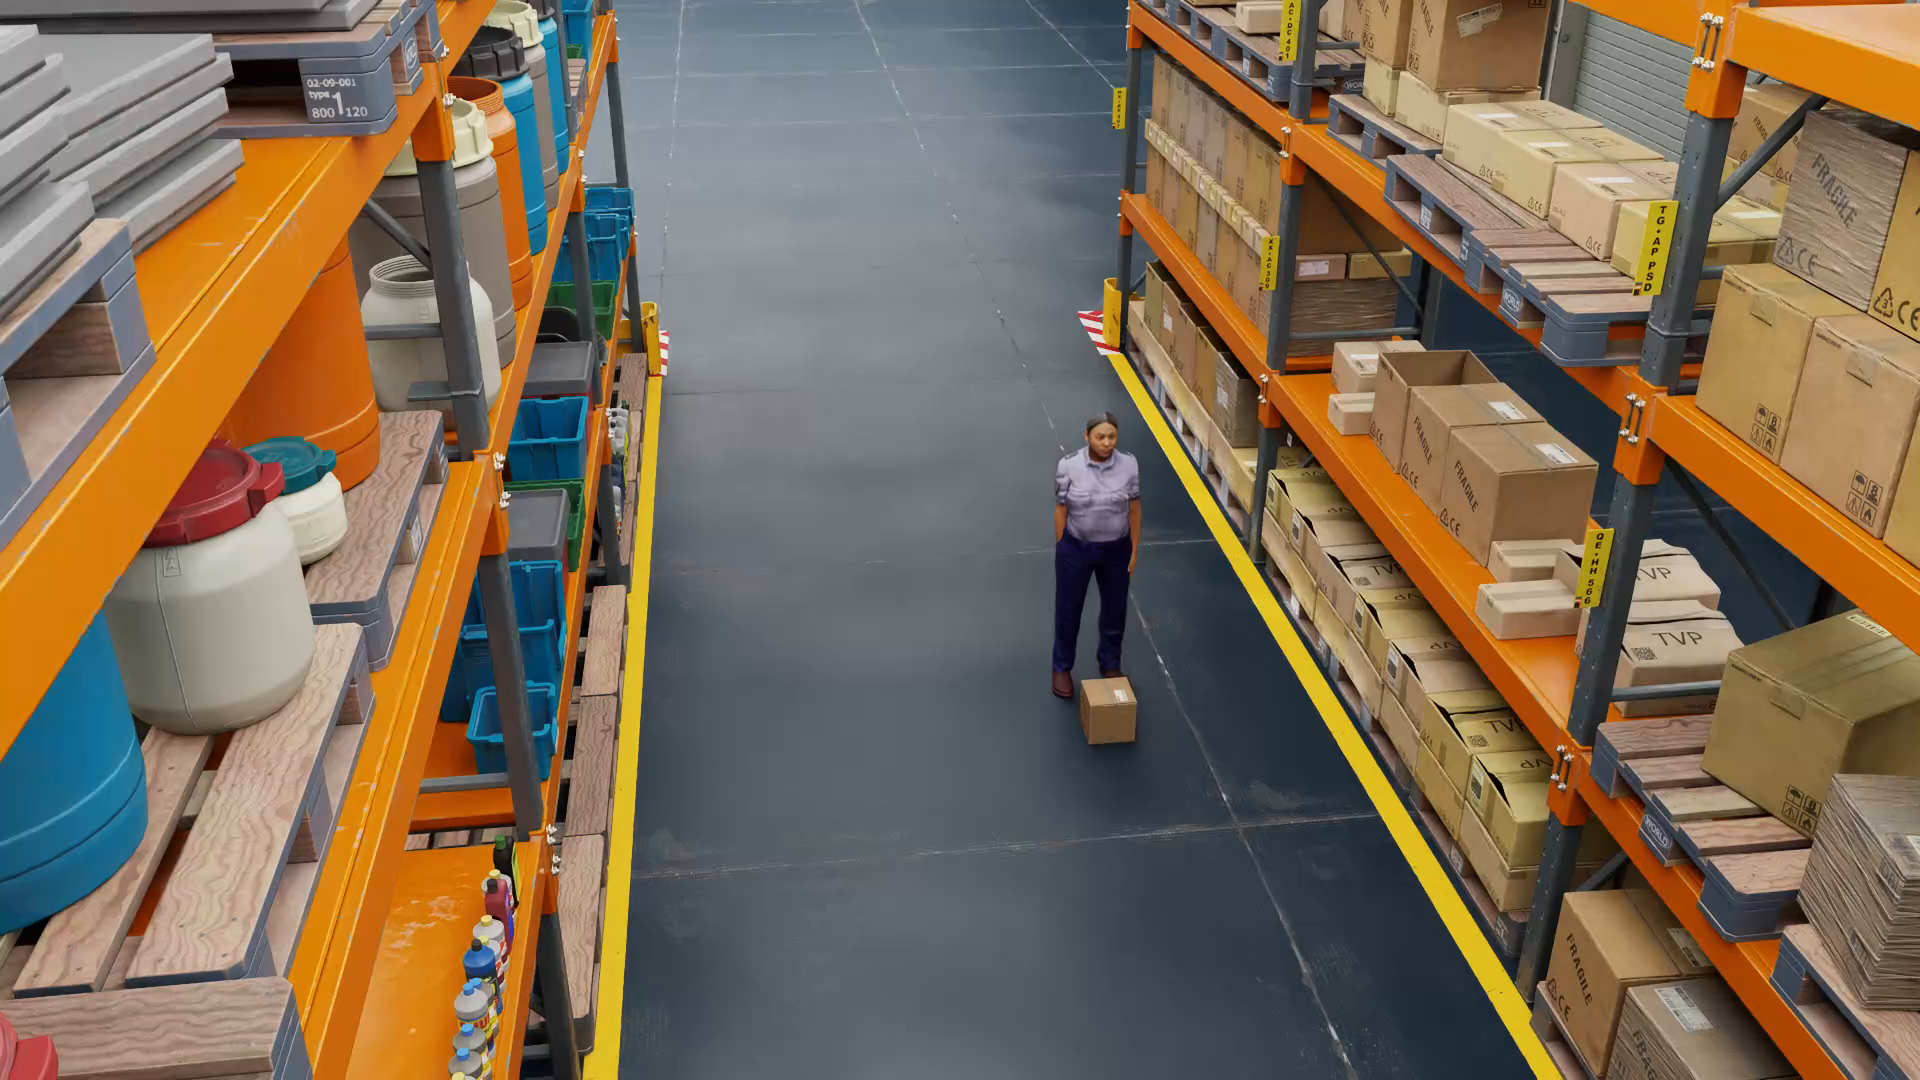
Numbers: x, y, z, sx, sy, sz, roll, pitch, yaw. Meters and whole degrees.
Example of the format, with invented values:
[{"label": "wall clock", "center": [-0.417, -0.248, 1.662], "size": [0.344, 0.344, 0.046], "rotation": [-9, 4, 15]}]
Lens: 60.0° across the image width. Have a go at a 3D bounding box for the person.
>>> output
[{"label": "person", "center": [0.739, 0.075, 8.967], "size": [0.467, 1.651, 0.345], "rotation": [-3, 27, -6]}]
